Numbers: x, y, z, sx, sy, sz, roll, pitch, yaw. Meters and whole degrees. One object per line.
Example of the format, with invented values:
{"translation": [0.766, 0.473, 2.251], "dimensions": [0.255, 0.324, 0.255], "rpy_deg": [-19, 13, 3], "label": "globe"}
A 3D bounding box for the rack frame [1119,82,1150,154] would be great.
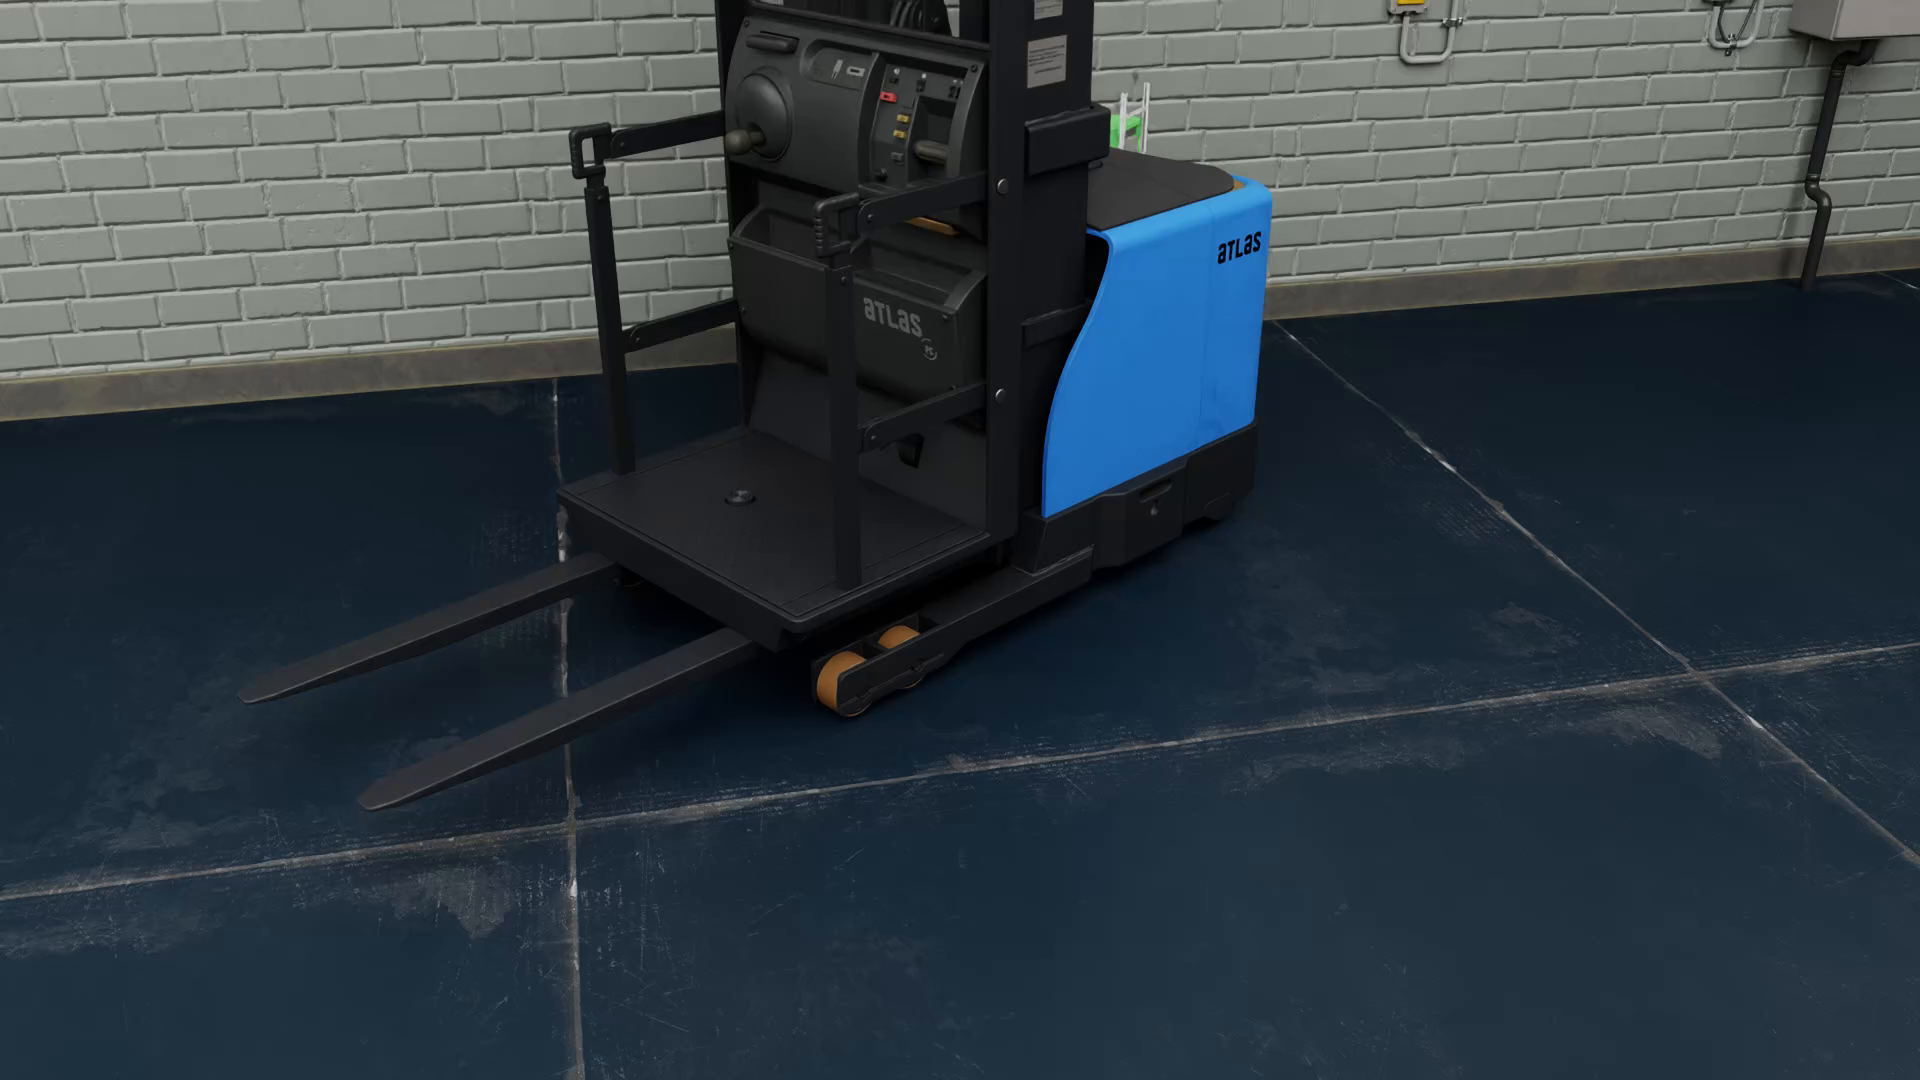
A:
{"translation": [0.582, -0.976, 5.842], "dimensions": [0.015, 1.200, 0.240], "rpy_deg": [12, 28, 23], "label": "rack frame"}

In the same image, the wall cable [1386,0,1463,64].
{"translation": [1.758, -2.776, 6.259], "dimensions": [0.585, 1.953, 0.123], "rpy_deg": [-6, 27, -12], "label": "wall cable"}

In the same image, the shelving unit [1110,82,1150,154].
{"translation": [0.363, -1.024, 5.937], "dimensions": [0.503, 1.200, 0.258], "rpy_deg": [12, 28, 23], "label": "shelving unit"}

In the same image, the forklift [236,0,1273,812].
{"translation": [-0.442, -1.111, 4.198], "dimensions": [3.031, 2.935, 1.130], "rpy_deg": [-24, 35, -39], "label": "forklift"}

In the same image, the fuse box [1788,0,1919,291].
{"translation": [3.838, -1.883, 7.081], "dimensions": [0.539, 1.711, 0.414], "rpy_deg": [-6, 27, -12], "label": "fuse box"}

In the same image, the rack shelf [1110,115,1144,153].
{"translation": [0.369, -1.400, 5.760], "dimensions": [0.480, 0.148, 0.258], "rpy_deg": [12, 28, 23], "label": "rack shelf"}

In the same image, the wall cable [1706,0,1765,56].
{"translation": [3.138, -2.911, 6.561], "dimensions": [0.588, 1.984, 0.122], "rpy_deg": [-6, 27, -12], "label": "wall cable"}
